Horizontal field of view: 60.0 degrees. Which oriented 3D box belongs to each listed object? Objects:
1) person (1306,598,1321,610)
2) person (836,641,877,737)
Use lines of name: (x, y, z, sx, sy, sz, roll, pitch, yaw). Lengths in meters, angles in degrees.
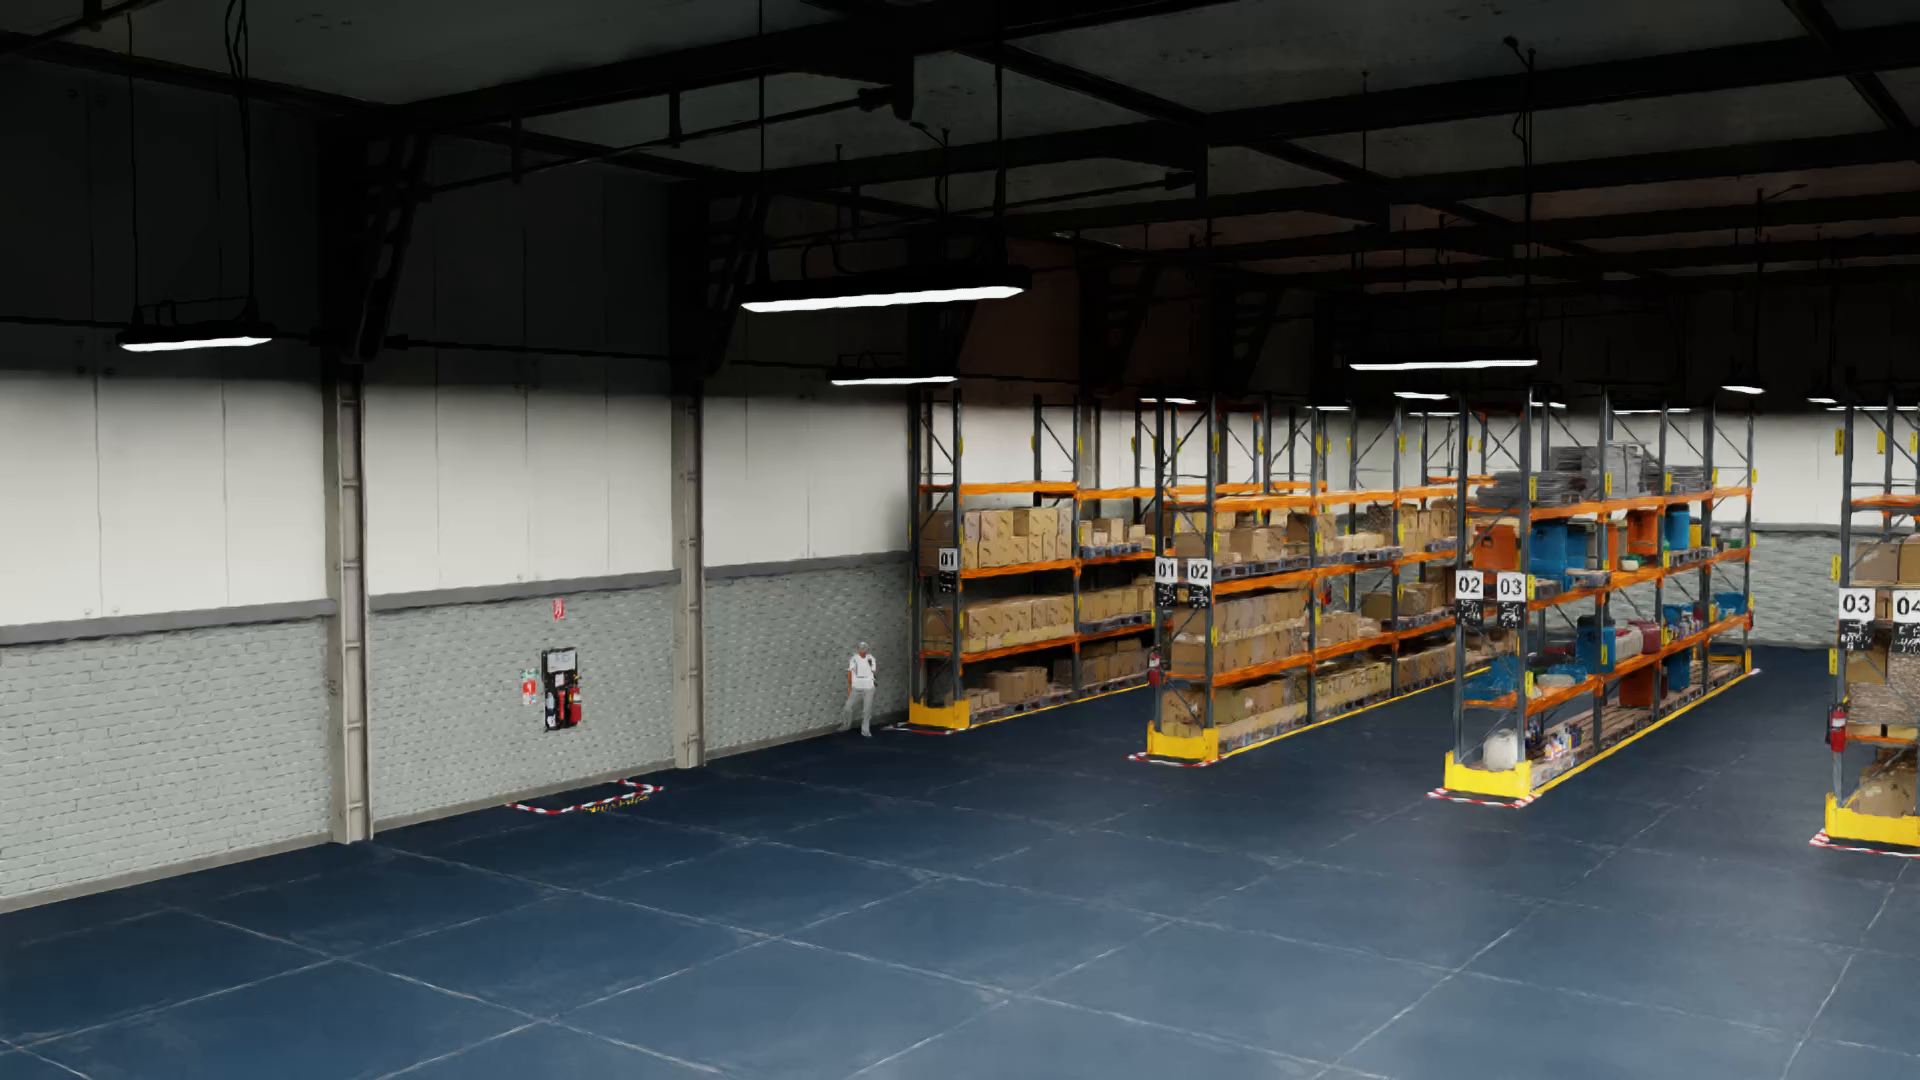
person: (9.254, 1.621, 43.755, 0.722, 1.756, 0.465, -2, 4, -29)
person: (-1.781, 2.547, 28.627, 0.694, 1.656, 0.539, 0, 3, -6)
